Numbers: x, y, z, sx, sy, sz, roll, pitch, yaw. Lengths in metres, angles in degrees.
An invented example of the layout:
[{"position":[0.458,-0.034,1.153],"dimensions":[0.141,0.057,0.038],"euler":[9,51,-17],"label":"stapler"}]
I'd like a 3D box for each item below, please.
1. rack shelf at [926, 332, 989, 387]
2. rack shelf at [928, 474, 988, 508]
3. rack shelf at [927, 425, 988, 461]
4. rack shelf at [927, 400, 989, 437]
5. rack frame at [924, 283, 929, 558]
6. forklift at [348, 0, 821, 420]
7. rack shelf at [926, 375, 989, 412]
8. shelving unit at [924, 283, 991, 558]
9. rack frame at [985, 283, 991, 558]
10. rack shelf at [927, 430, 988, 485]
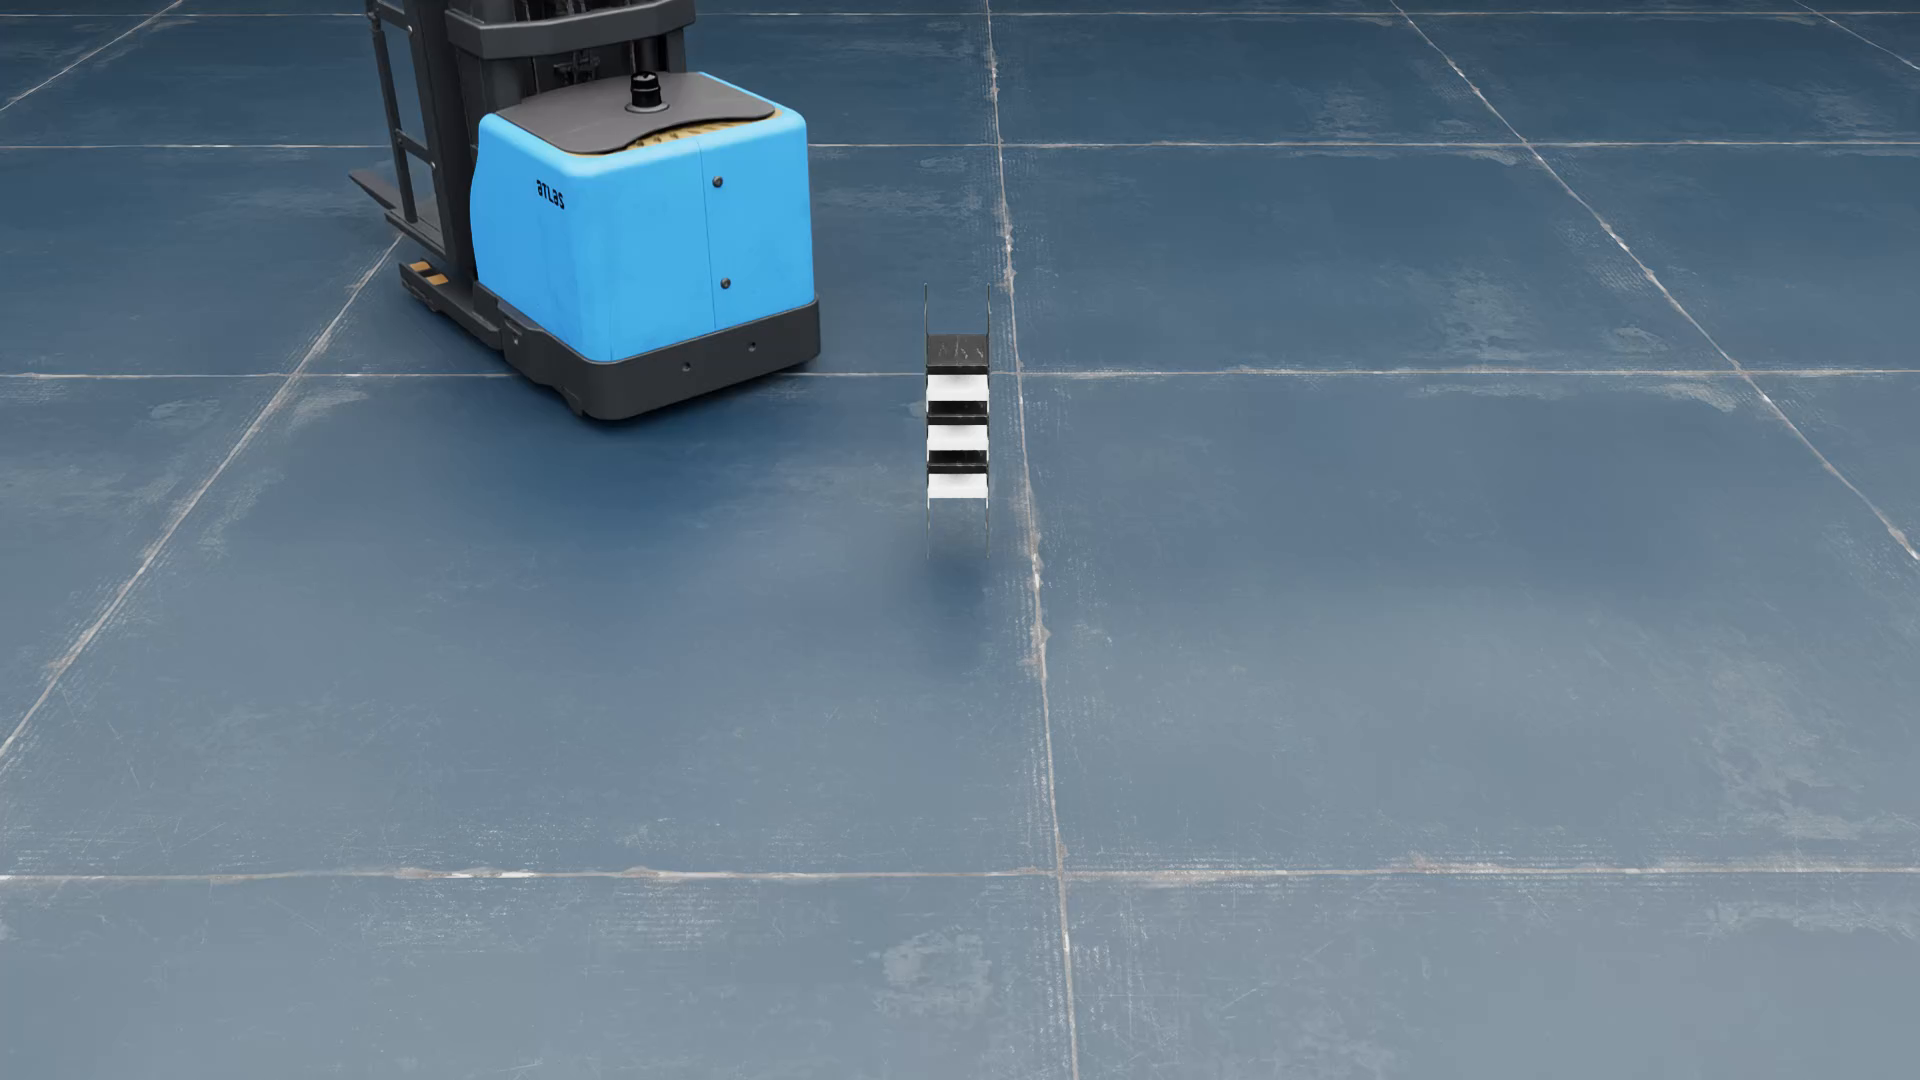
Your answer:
[{"position":[-0.008,-0.587,5.394],"dimensions":[0.200,0.077,0.258],"euler":[0,31,0],"label":"rack shelf"},{"position":[-0.008,-0.202,5.627],"dimensions":[0.200,0.077,0.258],"euler":[0,31,0],"label":"rack shelf"},{"position":[-0.008,-0.356,5.534],"dimensions":[0.200,0.077,0.258],"euler":[0,31,0],"label":"rack shelf"},{"position":[-0.008,-0.433,5.487],"dimensions":[0.200,0.077,0.258],"euler":[0,31,0],"label":"rack shelf"},{"position":[-0.110,-0.384,5.516],"dimensions":[0.006,0.900,0.240],"euler":[0,31,0],"label":"rack frame"},{"position":[-1.883,-2.412,6.900],"dimensions":[1.130,2.935,3.031],"euler":[-22,38,-32],"label":"forklift"},{"position":[-0.008,-0.510,5.440],"dimensions":[0.200,0.077,0.258],"euler":[0,31,0],"label":"rack shelf"},{"position":[-0.008,-0.385,5.517],"dimensions":[0.210,0.900,0.258],"euler":[0,31,0],"label":"shelving unit"},{"position":[0.094,-0.385,5.517],"dimensions":[0.006,0.900,0.240],"euler":[0,31,0],"label":"rack frame"},{"position":[-0.008,-0.279,5.581],"dimensions":[0.200,0.077,0.258],"euler":[0,31,0],"label":"rack shelf"}]
